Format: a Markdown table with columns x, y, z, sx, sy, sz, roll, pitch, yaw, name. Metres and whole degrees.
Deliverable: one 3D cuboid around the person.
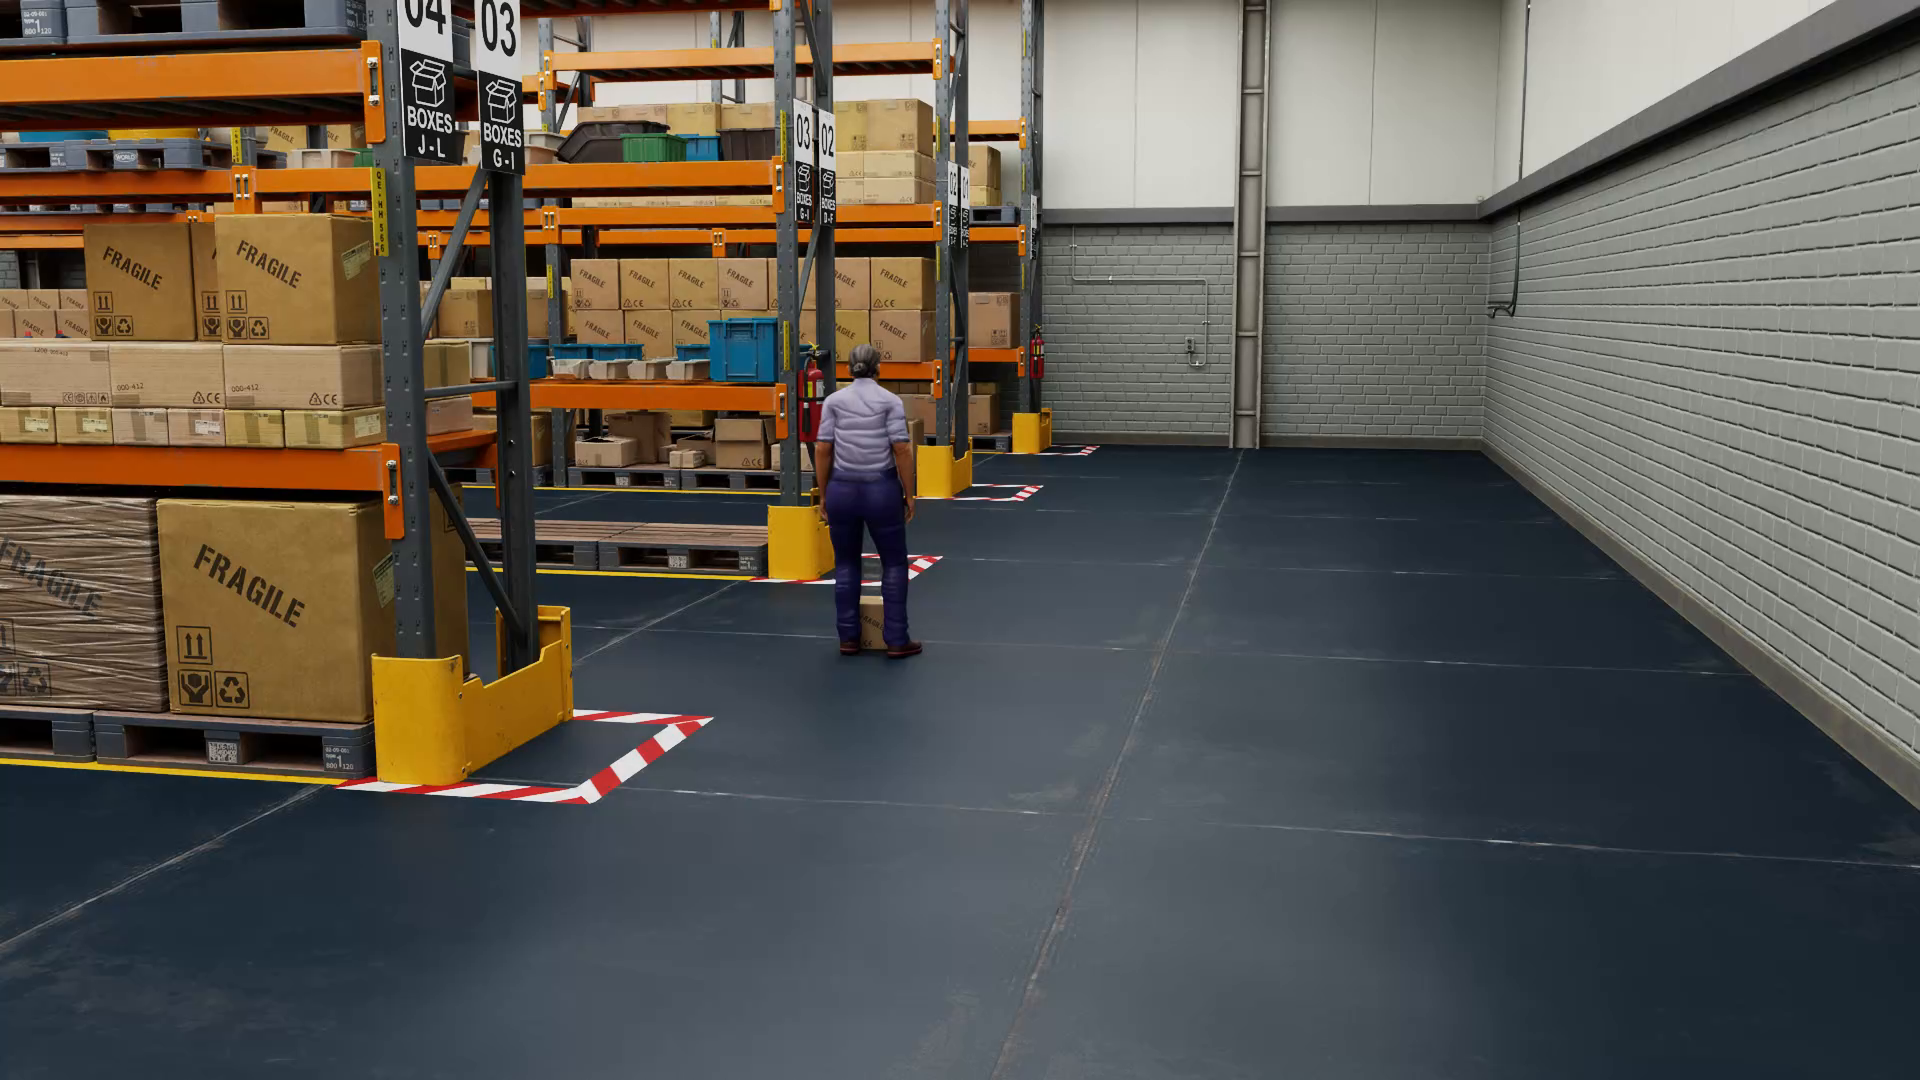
| x | y | z | sx | sy | sz | roll | pitch | yaw | name |
| --- | --- | --- | --- | --- | --- | --- | --- | --- | --- |
| -0.486 | -0.203 | 8.830 | 0.545 | 1.637 | 0.414 | 2 | 8 | 11 | person |
